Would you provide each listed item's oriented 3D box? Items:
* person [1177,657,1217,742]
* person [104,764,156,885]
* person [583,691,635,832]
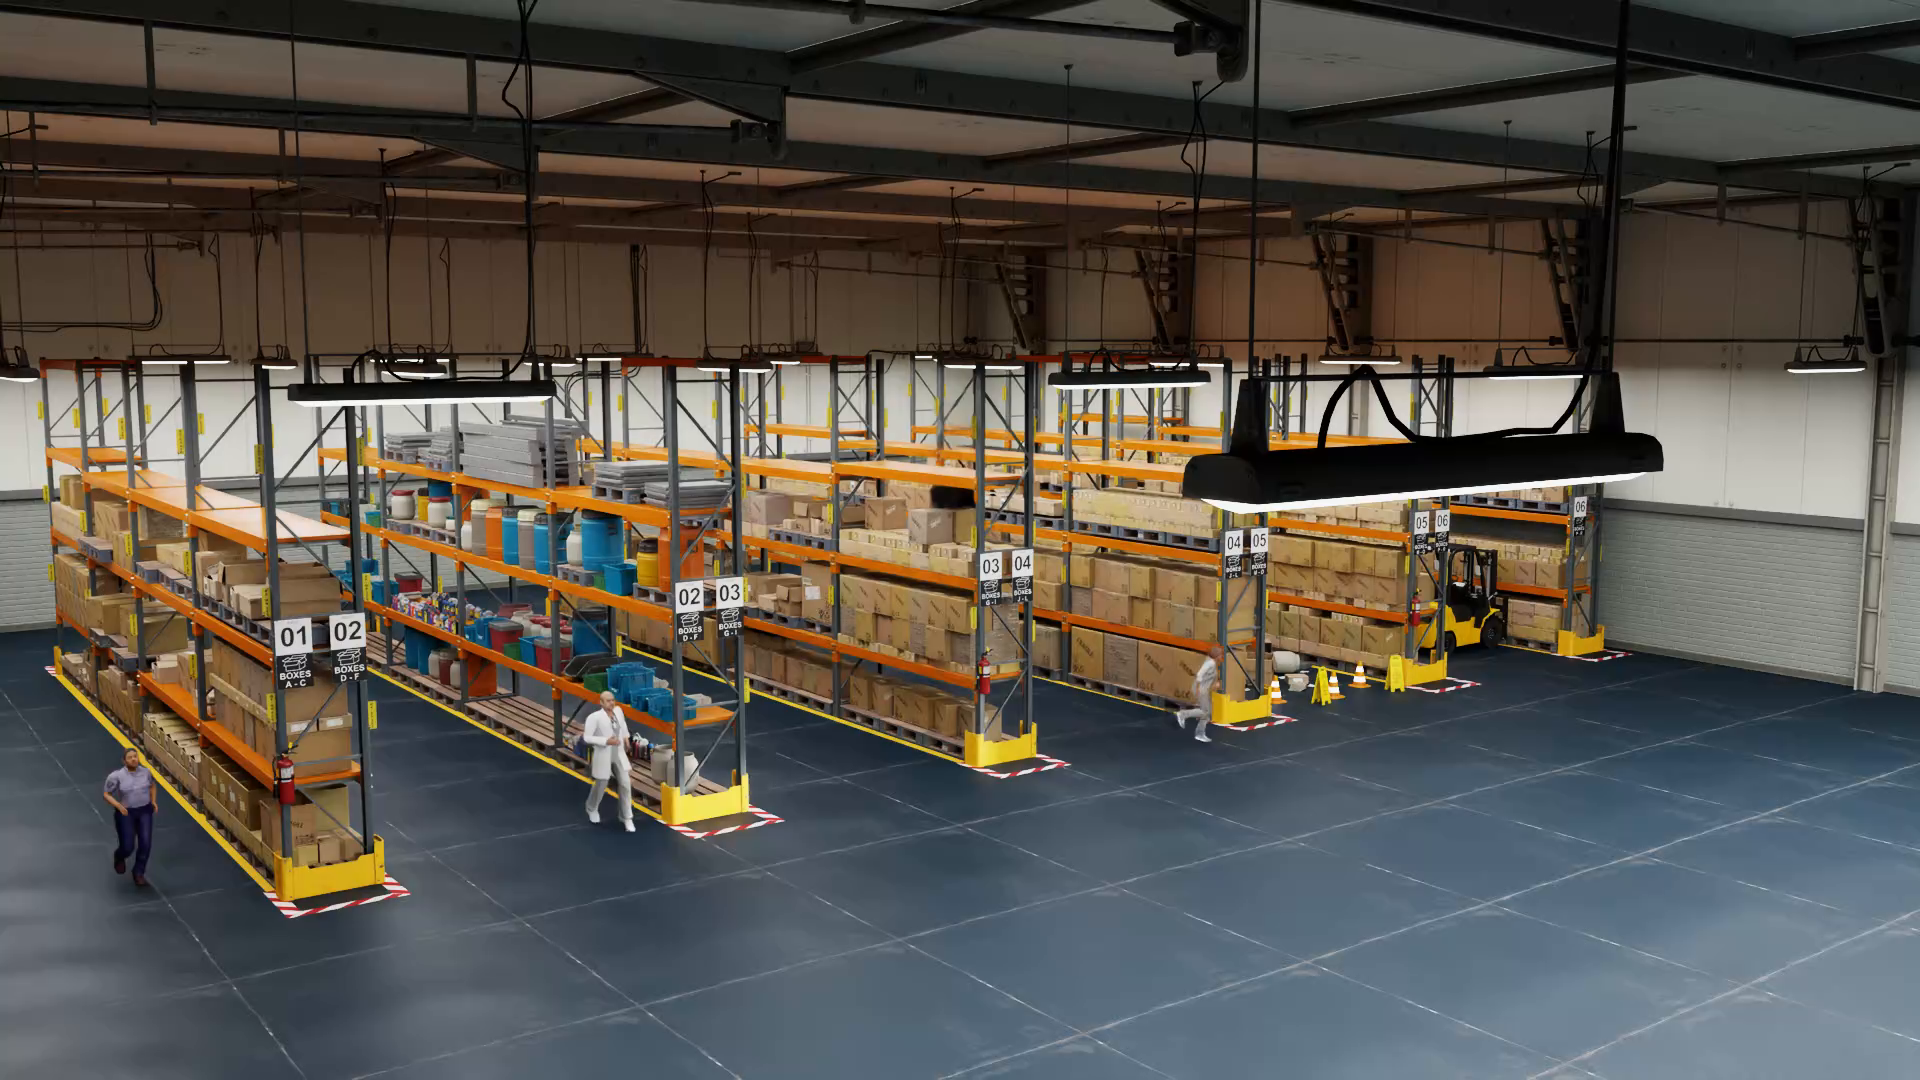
[{"bbox_3d":[3.758,2.532,26.386,0.627,1.342,0.532,0,7,3],"label":"person"},{"bbox_3d":[-9.684,3.304,19.466,0.538,1.412,0.573,7,10,45],"label":"person"},{"bbox_3d":[-4.594,2.868,21.637,0.749,1.867,0.860,-6,9,-42],"label":"person"}]
